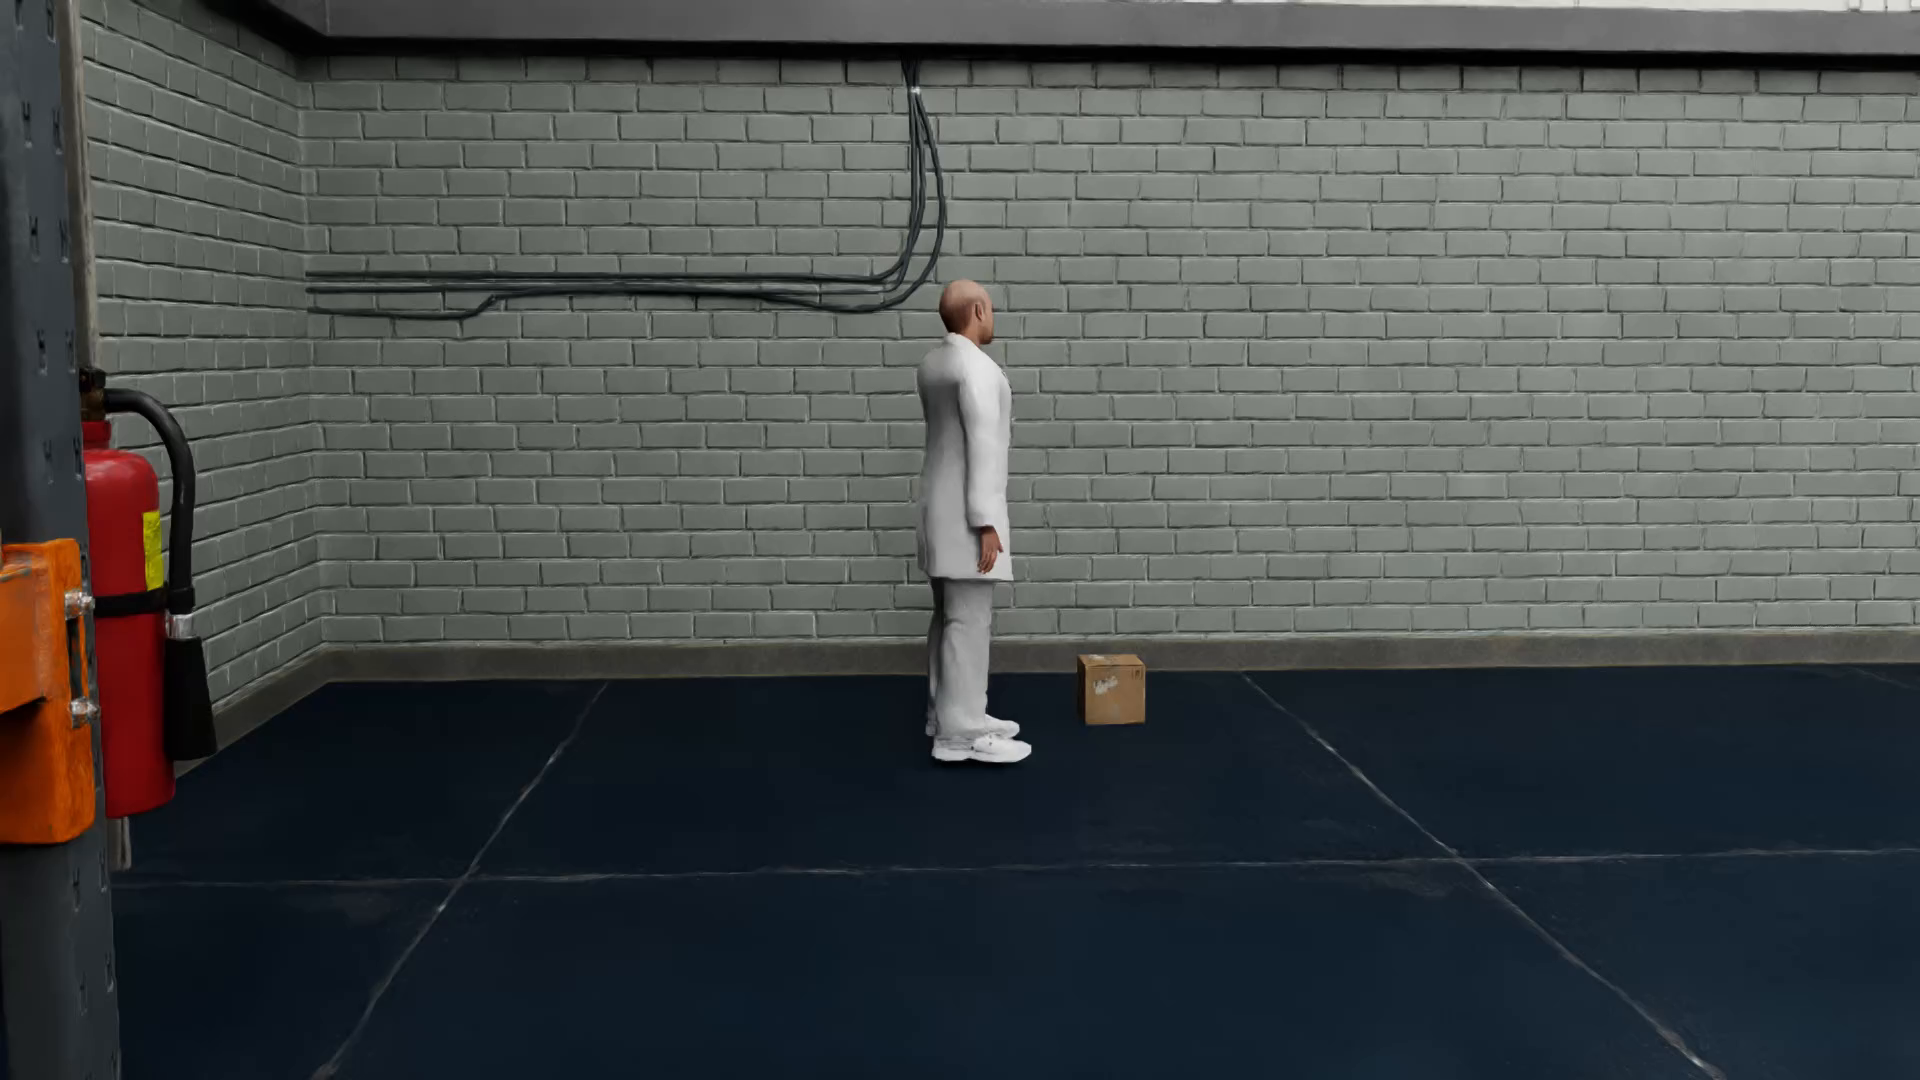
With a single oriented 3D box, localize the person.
[{"bbox_3d":[0.044,-0.085,6.307,0.432,1.787,0.647,-3,7,-21],"label":"person"}]
